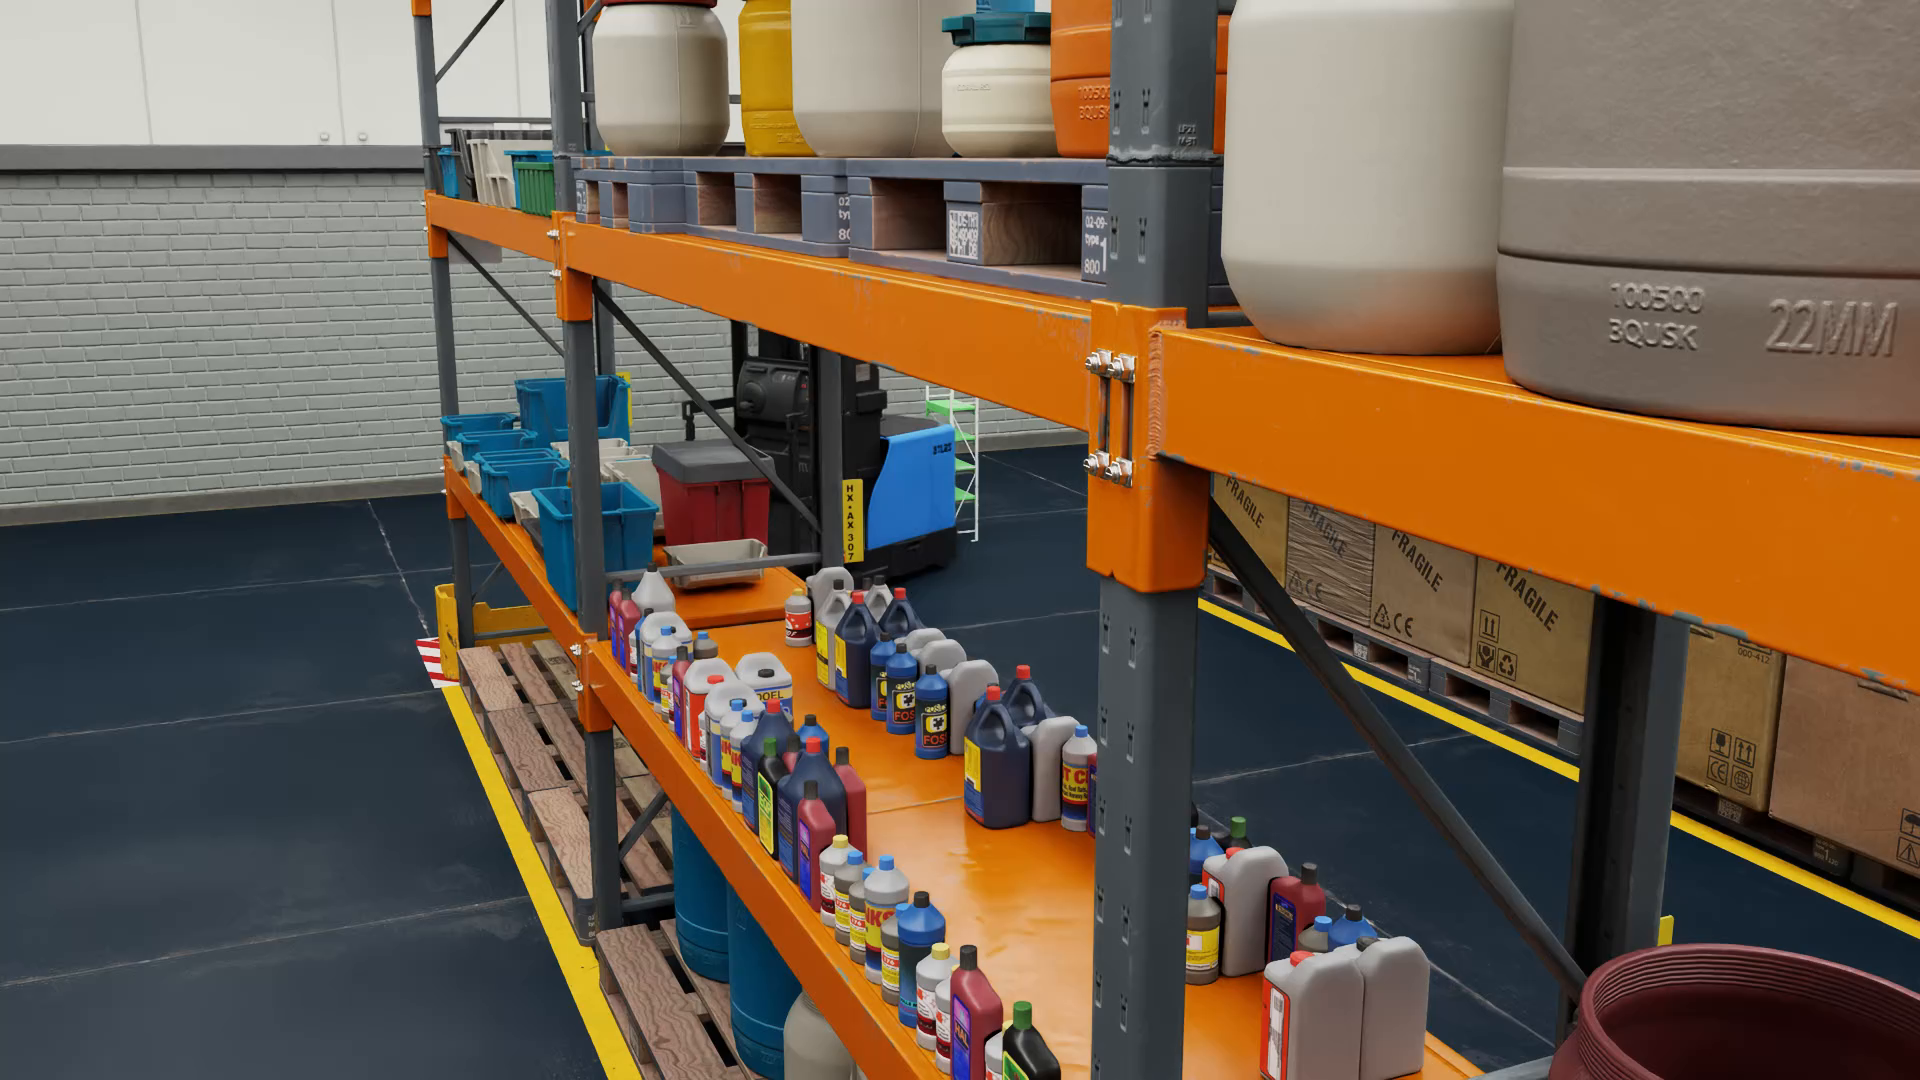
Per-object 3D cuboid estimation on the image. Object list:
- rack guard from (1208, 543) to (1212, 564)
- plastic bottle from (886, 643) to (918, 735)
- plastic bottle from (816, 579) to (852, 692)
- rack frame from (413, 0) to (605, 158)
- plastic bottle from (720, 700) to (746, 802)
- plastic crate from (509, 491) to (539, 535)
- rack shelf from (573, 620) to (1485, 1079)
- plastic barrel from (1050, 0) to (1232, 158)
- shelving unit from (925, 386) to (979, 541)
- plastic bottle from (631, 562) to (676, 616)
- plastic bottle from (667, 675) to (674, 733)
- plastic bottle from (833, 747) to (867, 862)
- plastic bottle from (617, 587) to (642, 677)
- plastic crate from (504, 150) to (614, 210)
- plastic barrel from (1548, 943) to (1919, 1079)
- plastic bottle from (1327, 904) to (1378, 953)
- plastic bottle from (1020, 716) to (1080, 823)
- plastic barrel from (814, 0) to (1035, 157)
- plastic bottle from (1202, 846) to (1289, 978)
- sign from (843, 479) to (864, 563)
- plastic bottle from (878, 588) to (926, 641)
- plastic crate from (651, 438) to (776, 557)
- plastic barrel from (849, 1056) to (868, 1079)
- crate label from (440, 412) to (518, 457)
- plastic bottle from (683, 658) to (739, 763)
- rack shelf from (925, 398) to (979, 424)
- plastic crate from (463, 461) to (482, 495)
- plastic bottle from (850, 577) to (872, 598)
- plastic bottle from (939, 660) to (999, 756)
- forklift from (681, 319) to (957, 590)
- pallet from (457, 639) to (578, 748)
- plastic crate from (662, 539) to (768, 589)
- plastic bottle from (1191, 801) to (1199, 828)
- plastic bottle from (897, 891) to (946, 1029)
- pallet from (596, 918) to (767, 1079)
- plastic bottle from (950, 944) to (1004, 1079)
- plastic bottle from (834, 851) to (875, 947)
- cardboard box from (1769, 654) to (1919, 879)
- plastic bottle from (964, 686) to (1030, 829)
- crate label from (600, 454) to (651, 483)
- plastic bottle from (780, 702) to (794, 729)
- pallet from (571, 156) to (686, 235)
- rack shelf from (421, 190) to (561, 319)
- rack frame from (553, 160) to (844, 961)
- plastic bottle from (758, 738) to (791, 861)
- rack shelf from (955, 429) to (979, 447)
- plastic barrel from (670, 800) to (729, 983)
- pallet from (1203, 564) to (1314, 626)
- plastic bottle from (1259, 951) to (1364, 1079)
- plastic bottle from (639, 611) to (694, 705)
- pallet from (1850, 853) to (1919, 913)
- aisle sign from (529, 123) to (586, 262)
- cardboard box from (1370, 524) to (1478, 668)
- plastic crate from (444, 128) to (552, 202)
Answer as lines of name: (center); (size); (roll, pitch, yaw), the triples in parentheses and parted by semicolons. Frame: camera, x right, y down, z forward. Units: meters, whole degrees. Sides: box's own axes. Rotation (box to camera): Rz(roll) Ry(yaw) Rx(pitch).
rack guard: (2.000, 0.050, 12.043); (1.175, 0.500, 0.348); (-6, 14, -23)
plastic bottle: (-0.177, 0.449, 5.063); (0.097, 0.271, 0.097); (0, 13, 0)
plastic bottle: (-0.391, 0.309, 5.493); (0.144, 0.351, 0.185); (-6, 14, -23)
rack frame: (-2.529, -3.638, 9.130); (1.000, 3.000, 0.127); (-6, 14, -23)
plastic bottle: (-0.605, 0.570, 4.541); (0.097, 0.271, 0.097); (0, 13, 0)
plastic crate: (-1.900, -0.122, 7.696); (0.293, 0.136, 0.466); (-6, 14, -23)
rack shelf: (-0.126, 0.875, 4.532); (1.077, 0.370, 4.000); (-6, 14, -23)
plastic barrel: (0.451, -1.055, 2.739); (0.600, 0.830, 0.708); (-6, 14, -23)
shelving unit: (-0.066, -0.619, 13.382); (0.258, 1.200, 0.503); (-6, 14, -23)
plastic bottle: (-1.066, 0.246, 5.765); (0.144, 0.351, 0.185); (-6, 14, -23)
plastic bottle: (-0.844, 0.480, 5.082); (0.097, 0.201, 0.097); (0, 13, 0)
plastic bottle: (-0.277, 0.662, 4.115); (0.061, 0.283, 0.133); (-6, 14, -23)
plastic bottle: (-1.117, 0.310, 5.636); (0.061, 0.283, 0.133); (-6, 14, -23)
plastic crate: (-1.584, -1.428, 6.605); (0.416, 0.233, 0.300); (-6, 14, -23)
plastic barrel: (1.139, 0.940, 2.354); (0.600, 0.536, 0.708); (-6, 14, -23)
plastic bottle: (0.777, 0.855, 3.307); (0.097, 0.271, 0.097); (0, 13, 0)
plastic bottle: (0.243, 0.593, 4.430); (0.152, 0.276, 0.135); (-6, 14, -23)
plastic barrel: (-0.103, -1.460, 4.330); (0.600, 0.901, 0.708); (-6, 14, -23)
plastic bottle: (0.613, 0.784, 3.605); (0.152, 0.276, 0.135); (-6, 14, -23)
sign: (-0.422, -0.073, 6.418); (0.100, 0.325, 0.005); (-6, 14, -23)
plastic bottle: (-0.185, 0.334, 5.384); (0.144, 0.351, 0.185); (-6, 14, -23)
plastic crate: (-1.055, -0.156, 7.117); (0.402, 0.464, 0.583); (-6, 14, -23)
plastic barrel: (0.012, 1.575, 4.328); (0.600, 0.588, 0.708); (-6, 14, -23)
crate label: (-2.732, -0.582, 9.470); (0.416, 0.233, 0.303); (-6, 14, -23)
plastic bottle: (-0.719, 0.493, 4.862); (0.152, 0.276, 0.135); (-6, 14, -23)
rack shelf: (-0.066, -1.024, 13.289); (0.258, 0.148, 0.480); (-6, 14, -23)
plastic crate: (-2.407, -0.321, 8.557); (0.250, 0.136, 0.298); (-6, 14, -23)
plastic bottle: (-0.338, 0.264, 5.835); (0.061, 0.283, 0.133); (-6, 14, -23)
plastic bottle: (0.023, 0.479, 4.921); (0.152, 0.276, 0.135); (-6, 14, -23)
forklift: (-1.324, -1.047, 11.392); (1.130, 2.935, 3.031); (10, 16, 37)
pallet: (-2.234, 0.817, 9.370); (1.003, 0.211, 1.213); (-6, 14, -23)
plastic crate: (-0.982, 0.102, 6.730); (0.396, 0.136, 0.243); (-6, 14, -23)
plastic bottle: (0.509, 0.701, 3.947); (0.061, 0.283, 0.133); (-6, 14, -23)
plastic bottle: (-0.077, 0.842, 3.365); (0.097, 0.271, 0.097); (0, 13, 0)
pallet: (-0.656, 1.633, 5.846); (1.003, 0.211, 1.213); (-6, 14, -23)
plastic bottle: (0.030, 0.902, 3.079); (0.061, 0.283, 0.133); (-6, 14, -23)
plastic bottle: (-0.233, 0.796, 3.720); (0.097, 0.201, 0.097); (0, 13, 0)
cardboard box: (4.245, 0.810, 7.000); (1.225, 0.875, 0.875); (-6, 14, -25)
plastic bottle: (0.097, 0.565, 4.386); (0.144, 0.351, 0.185); (-6, 14, -23)
crate label: (-1.800, -0.347, 8.669); (0.396, 0.136, 0.243); (-6, 14, -23)
plastic bottle: (-0.520, 0.562, 4.728); (0.097, 0.201, 0.097); (0, 13, 0)
pallet: (-0.523, -1.105, 5.258); (1.213, 0.211, 1.003); (-6, 14, -23)
rack shelf: (-1.728, -1.413, 7.764); (1.077, 0.370, 4.000); (-6, 14, -23)
rack frame: (-0.927, 0.111, 6.236); (1.000, 3.000, 0.127); (-6, 14, -23)
plastic bottle: (-0.463, 0.648, 4.178); (0.061, 0.283, 0.133); (-6, 14, -23)
rack shelf: (-0.066, -0.790, 13.343); (0.258, 0.148, 0.480); (-6, 14, -23)
plastic barrel: (-0.724, 1.043, 5.933); (0.600, 0.901, 0.708); (-6, 14, -23)
pallet: (2.401, 0.354, 11.371); (1.003, 0.211, 1.213); (-6, 14, -23)
plastic bottle: (0.659, 0.893, 3.133); (0.152, 0.276, 0.135); (-6, 14, -23)
plastic bottle: (-0.944, 0.377, 5.362); (0.152, 0.276, 0.135); (-6, 14, -23)
pallet: (4.482, 1.428, 6.733); (1.003, 0.211, 1.213); (-6, 14, -23)
aisle sign: (-2.289, -2.023, 9.692); (0.394, 0.787, 0.004); (-6, 14, -23)
cardboard box: (3.060, 0.165, 9.785); (0.875, 0.875, 0.875); (-6, 14, -23)
plastic crate: (-2.169, -1.806, 8.005); (0.504, 0.338, 0.767); (-6, 14, -23)
